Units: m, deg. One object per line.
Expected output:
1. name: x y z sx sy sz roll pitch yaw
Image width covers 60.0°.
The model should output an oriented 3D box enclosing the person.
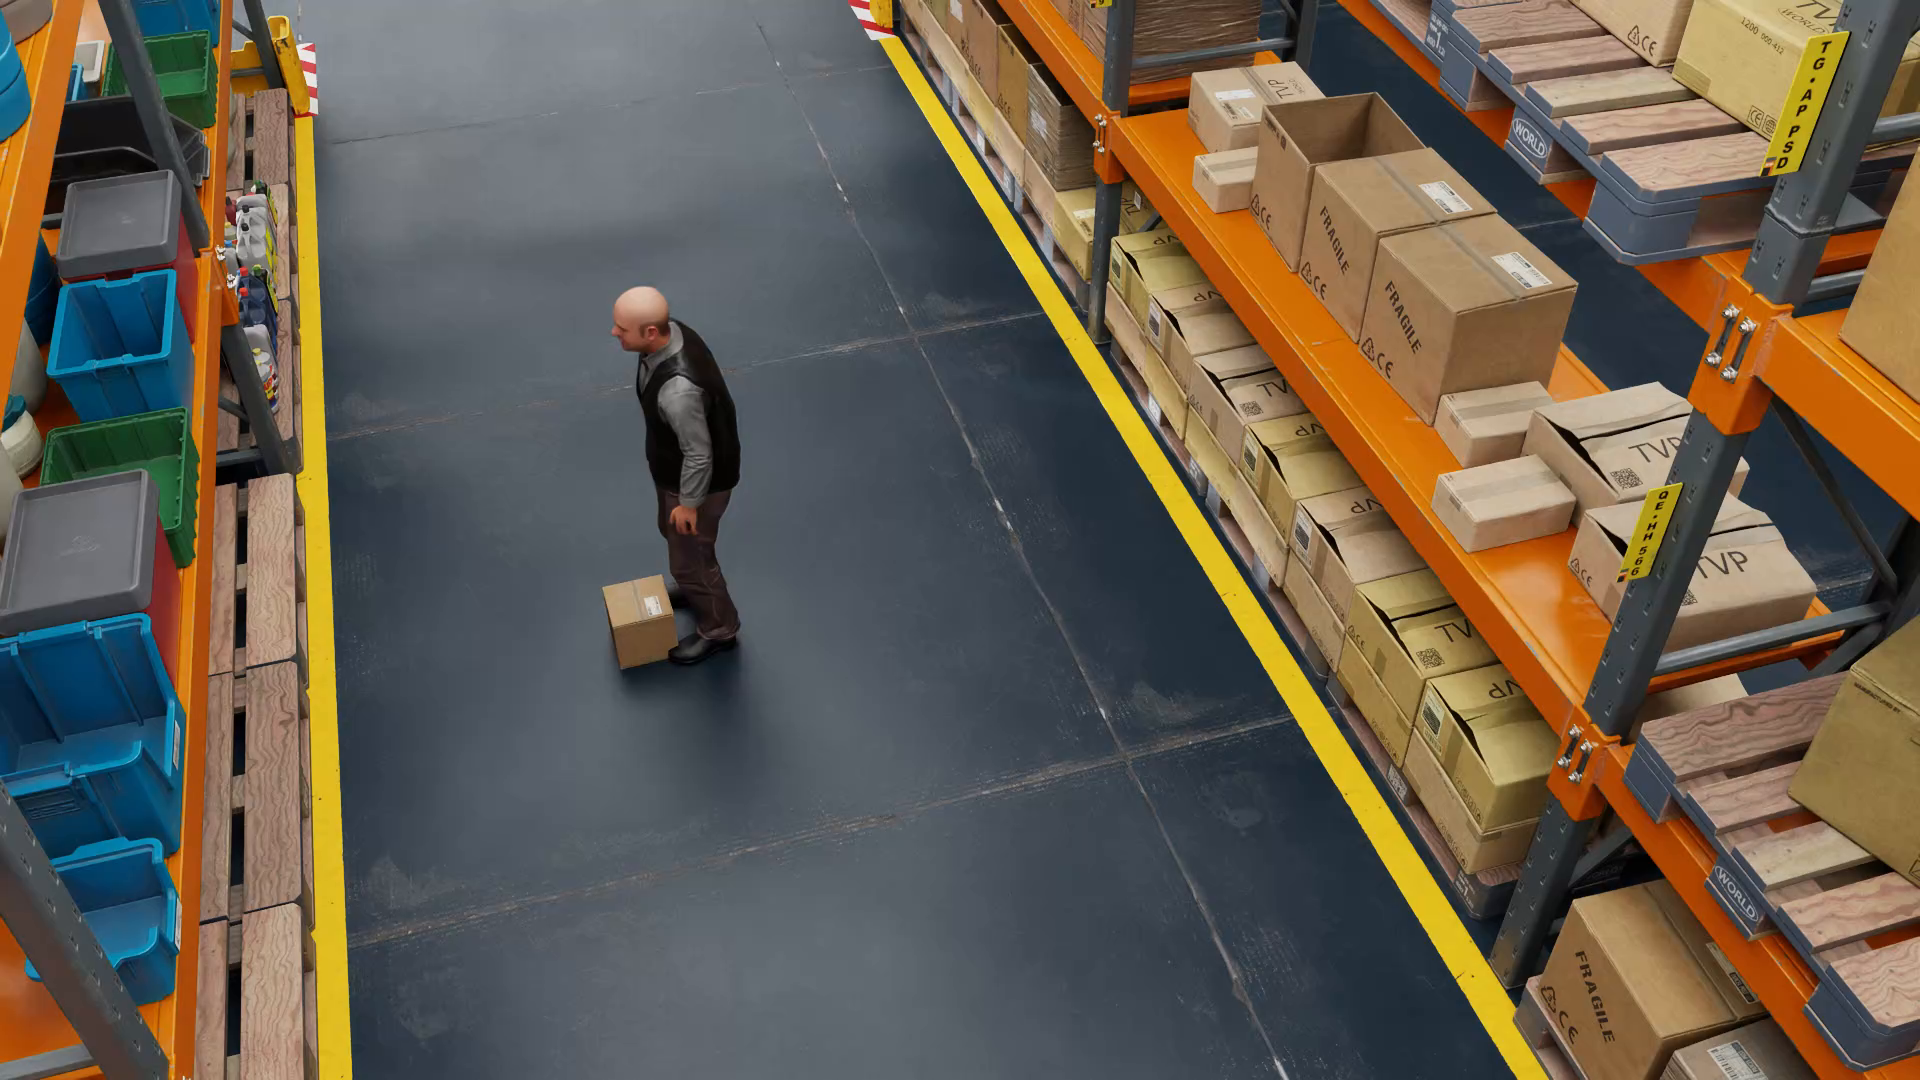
1. person: -1.059 -0.270 6.478 0.413 1.721 0.581 -12 43 -13
